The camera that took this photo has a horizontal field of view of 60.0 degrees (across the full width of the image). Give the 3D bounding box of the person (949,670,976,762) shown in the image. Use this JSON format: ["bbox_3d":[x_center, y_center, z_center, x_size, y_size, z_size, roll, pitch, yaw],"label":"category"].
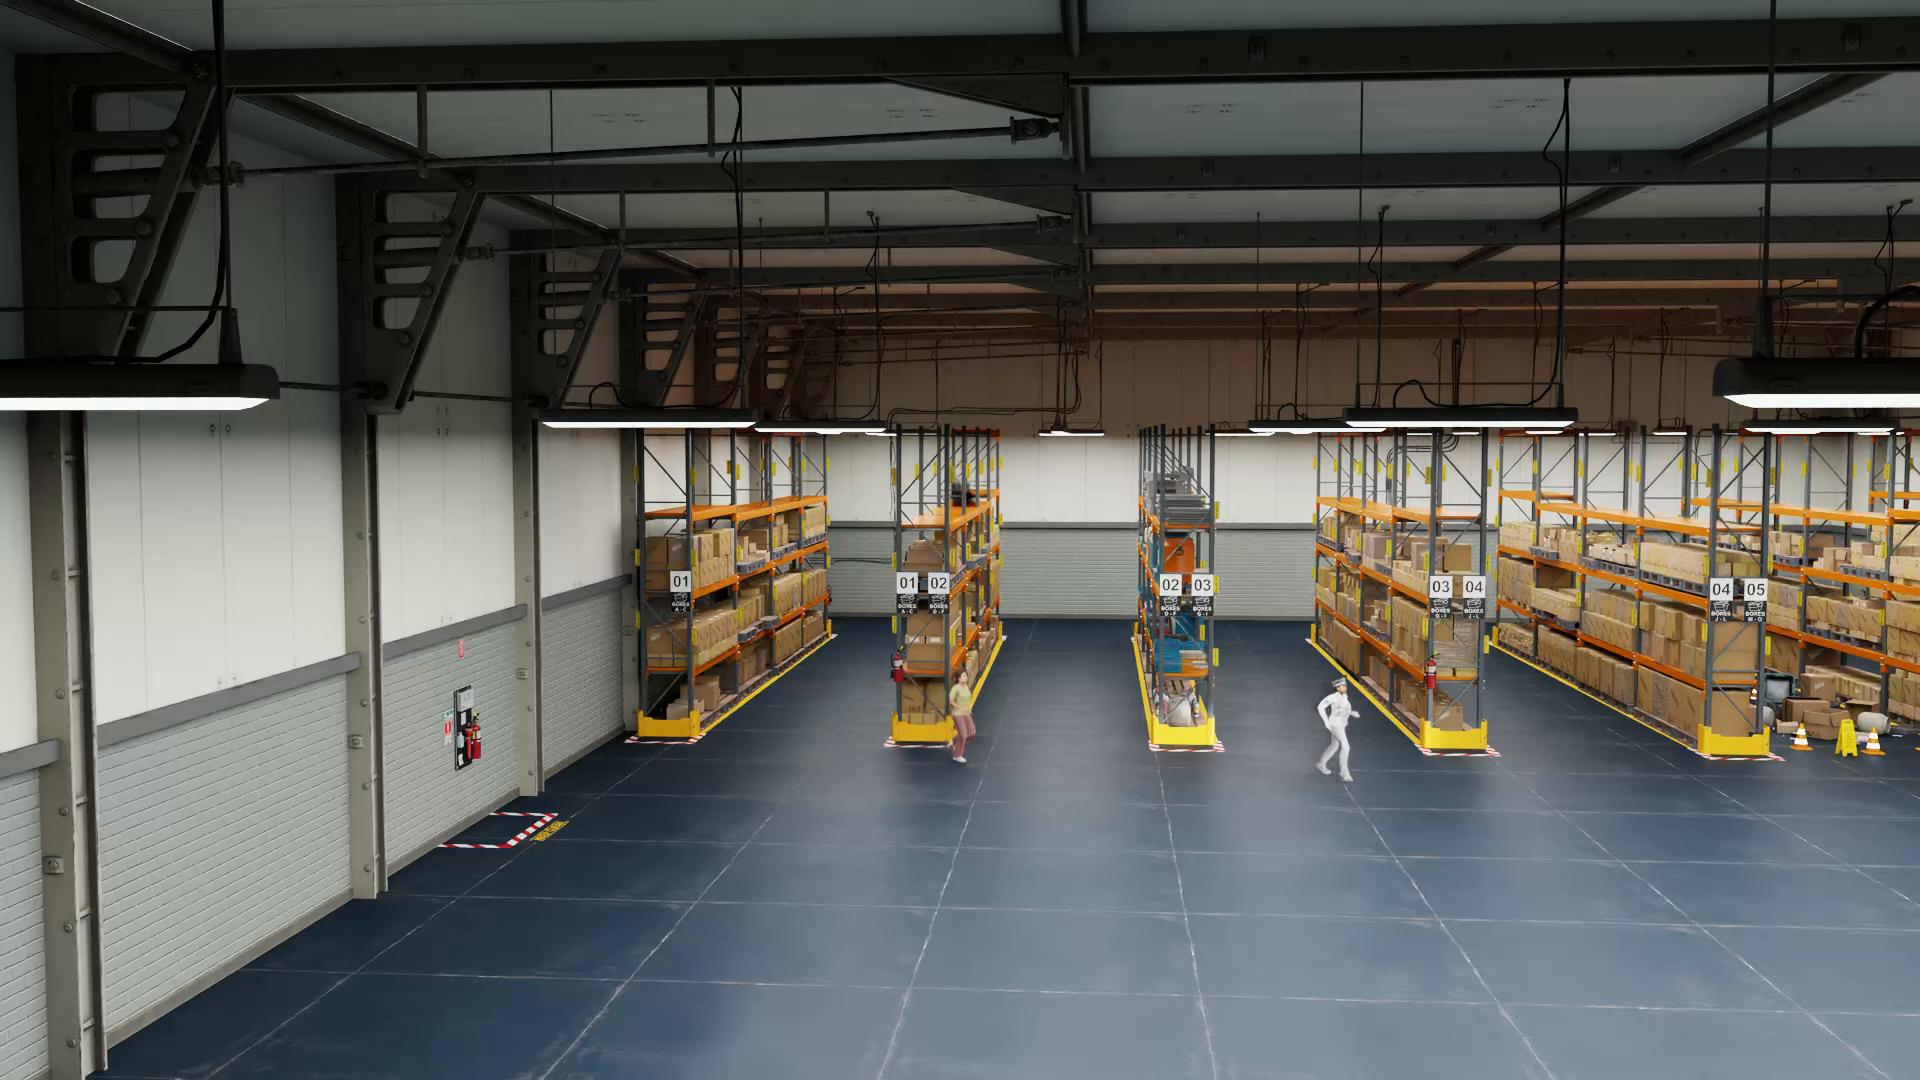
[{"bbox_3d":[0.024,3.120,29.529,0.569,1.626,0.614,3,4,36],"label":"person"}]

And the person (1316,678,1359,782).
[{"bbox_3d":[6.364,3.175,28.046,0.751,1.743,0.600,3,4,39],"label":"person"}]

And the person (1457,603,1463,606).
[{"bbox_3d":[13.825,2.059,46.829,0.719,1.648,0.827,3,5,41],"label":"person"}]
